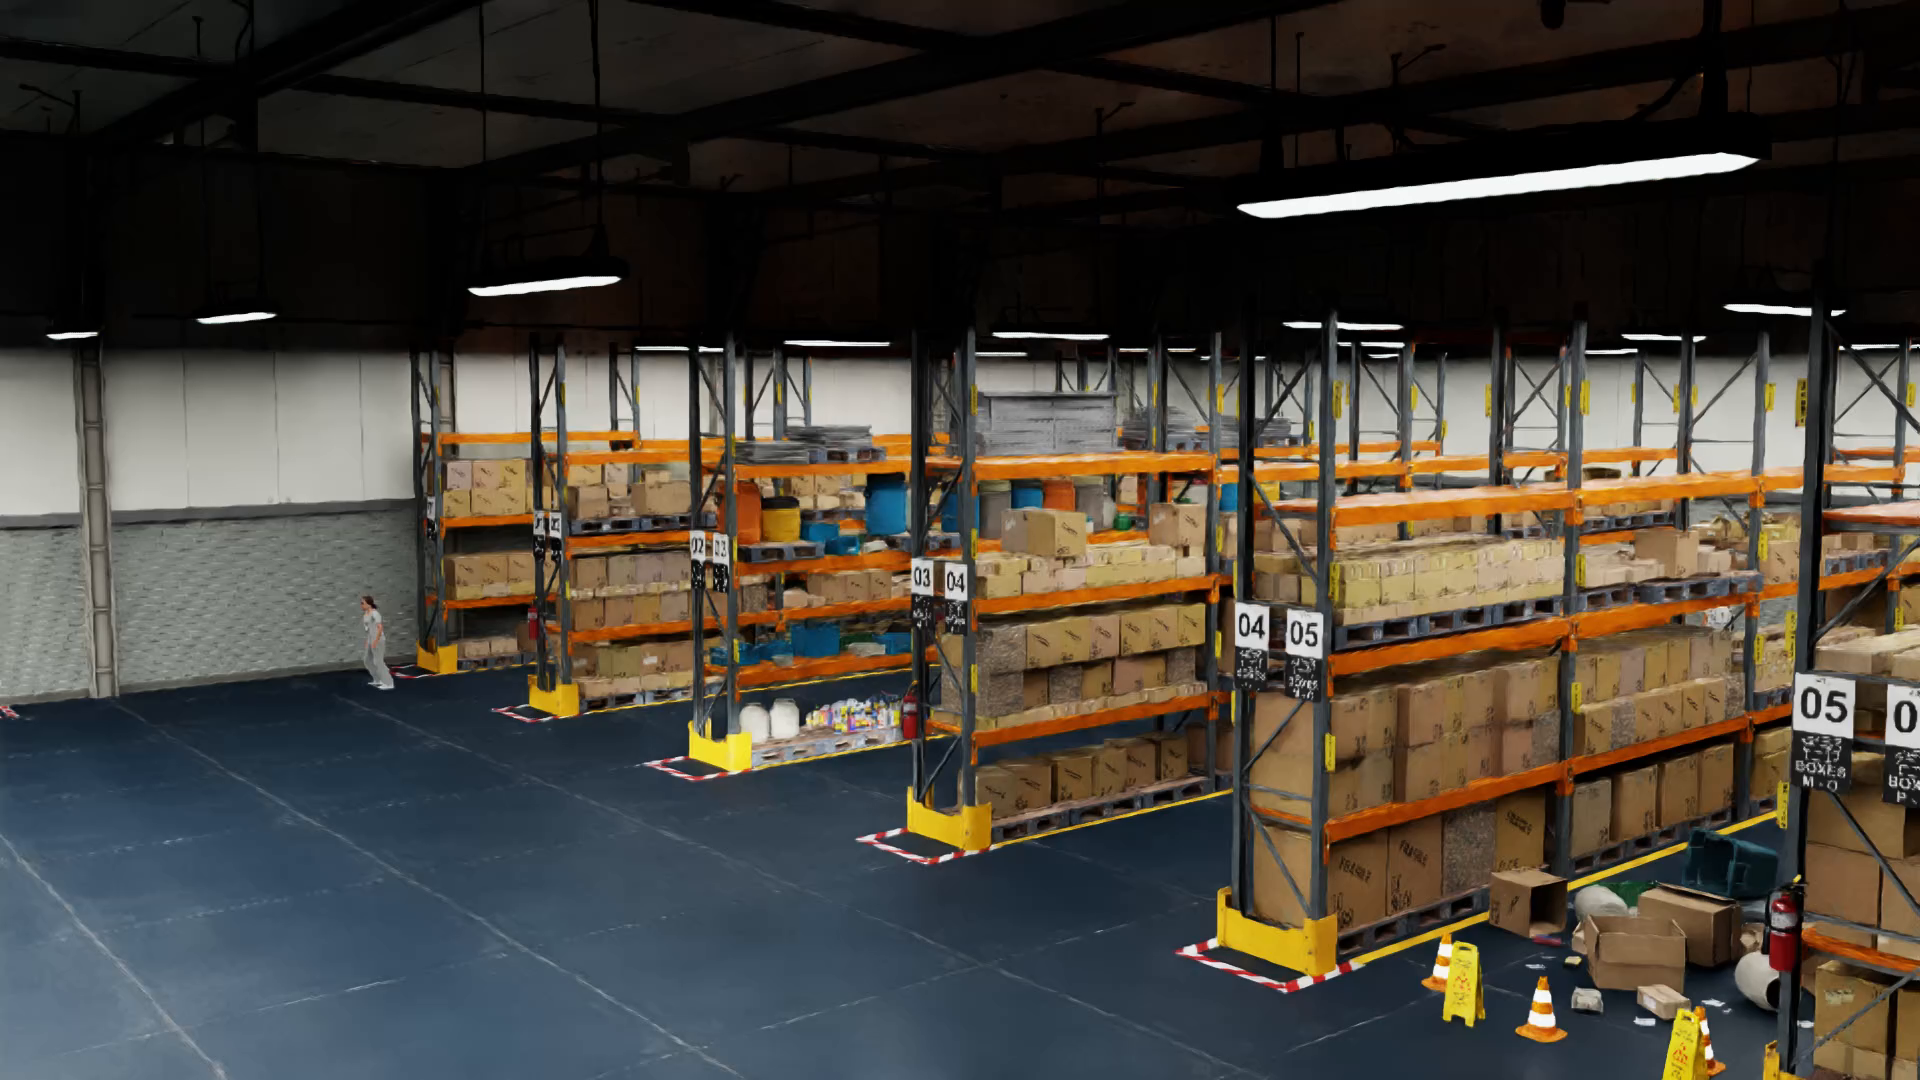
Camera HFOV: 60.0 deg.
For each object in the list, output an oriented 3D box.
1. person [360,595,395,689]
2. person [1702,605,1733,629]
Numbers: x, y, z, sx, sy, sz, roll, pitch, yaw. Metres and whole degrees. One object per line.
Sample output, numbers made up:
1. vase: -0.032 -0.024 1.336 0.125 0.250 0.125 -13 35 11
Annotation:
1. person: -9.980 1.737 28.420 0.507 1.619 0.580 -5 7 -41
2. person: 13.375 1.604 29.610 0.688 1.656 0.539 1 5 8
